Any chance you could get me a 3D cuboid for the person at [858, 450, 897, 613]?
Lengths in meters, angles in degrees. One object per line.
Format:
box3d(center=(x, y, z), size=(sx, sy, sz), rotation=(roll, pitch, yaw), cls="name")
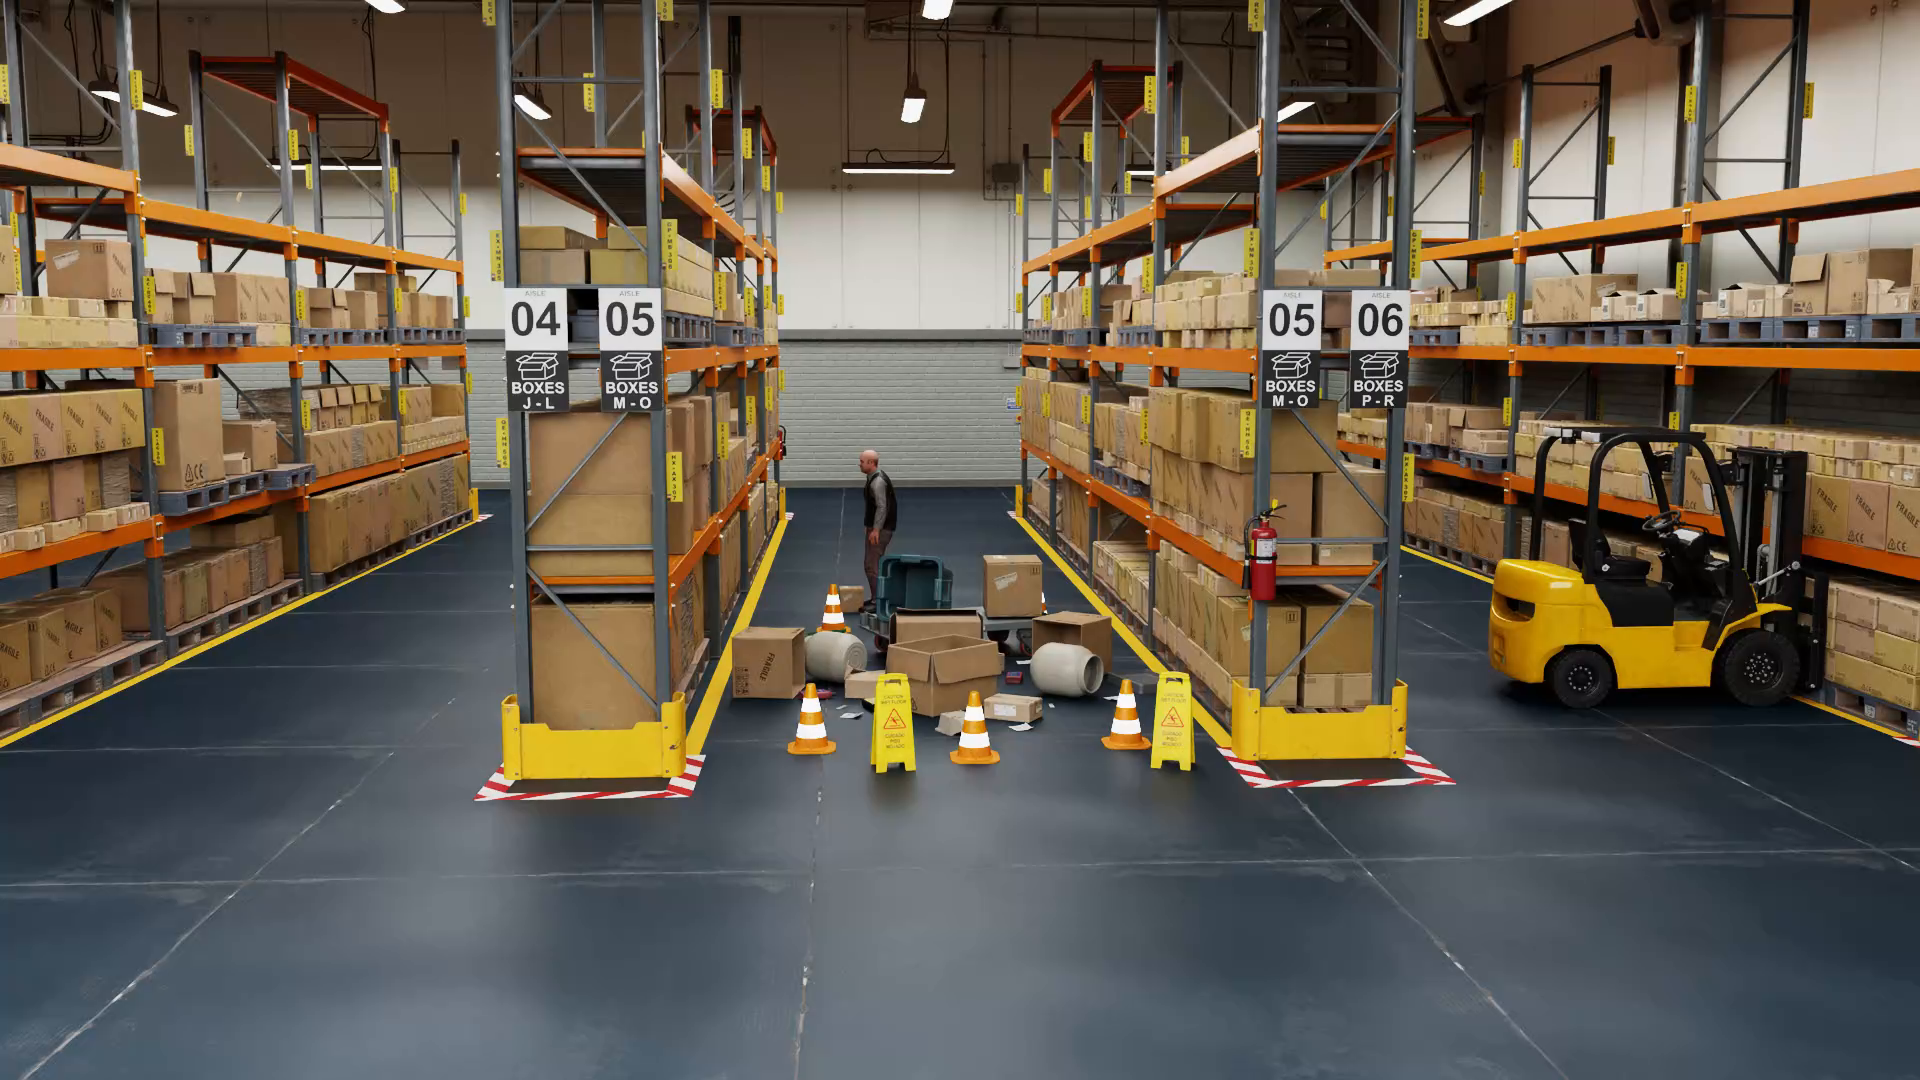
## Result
box3d(center=(-0.883, -0.101, 17.691), size=(0.427, 1.720, 0.590), rotation=(-1, 7, -7), cls="person")
